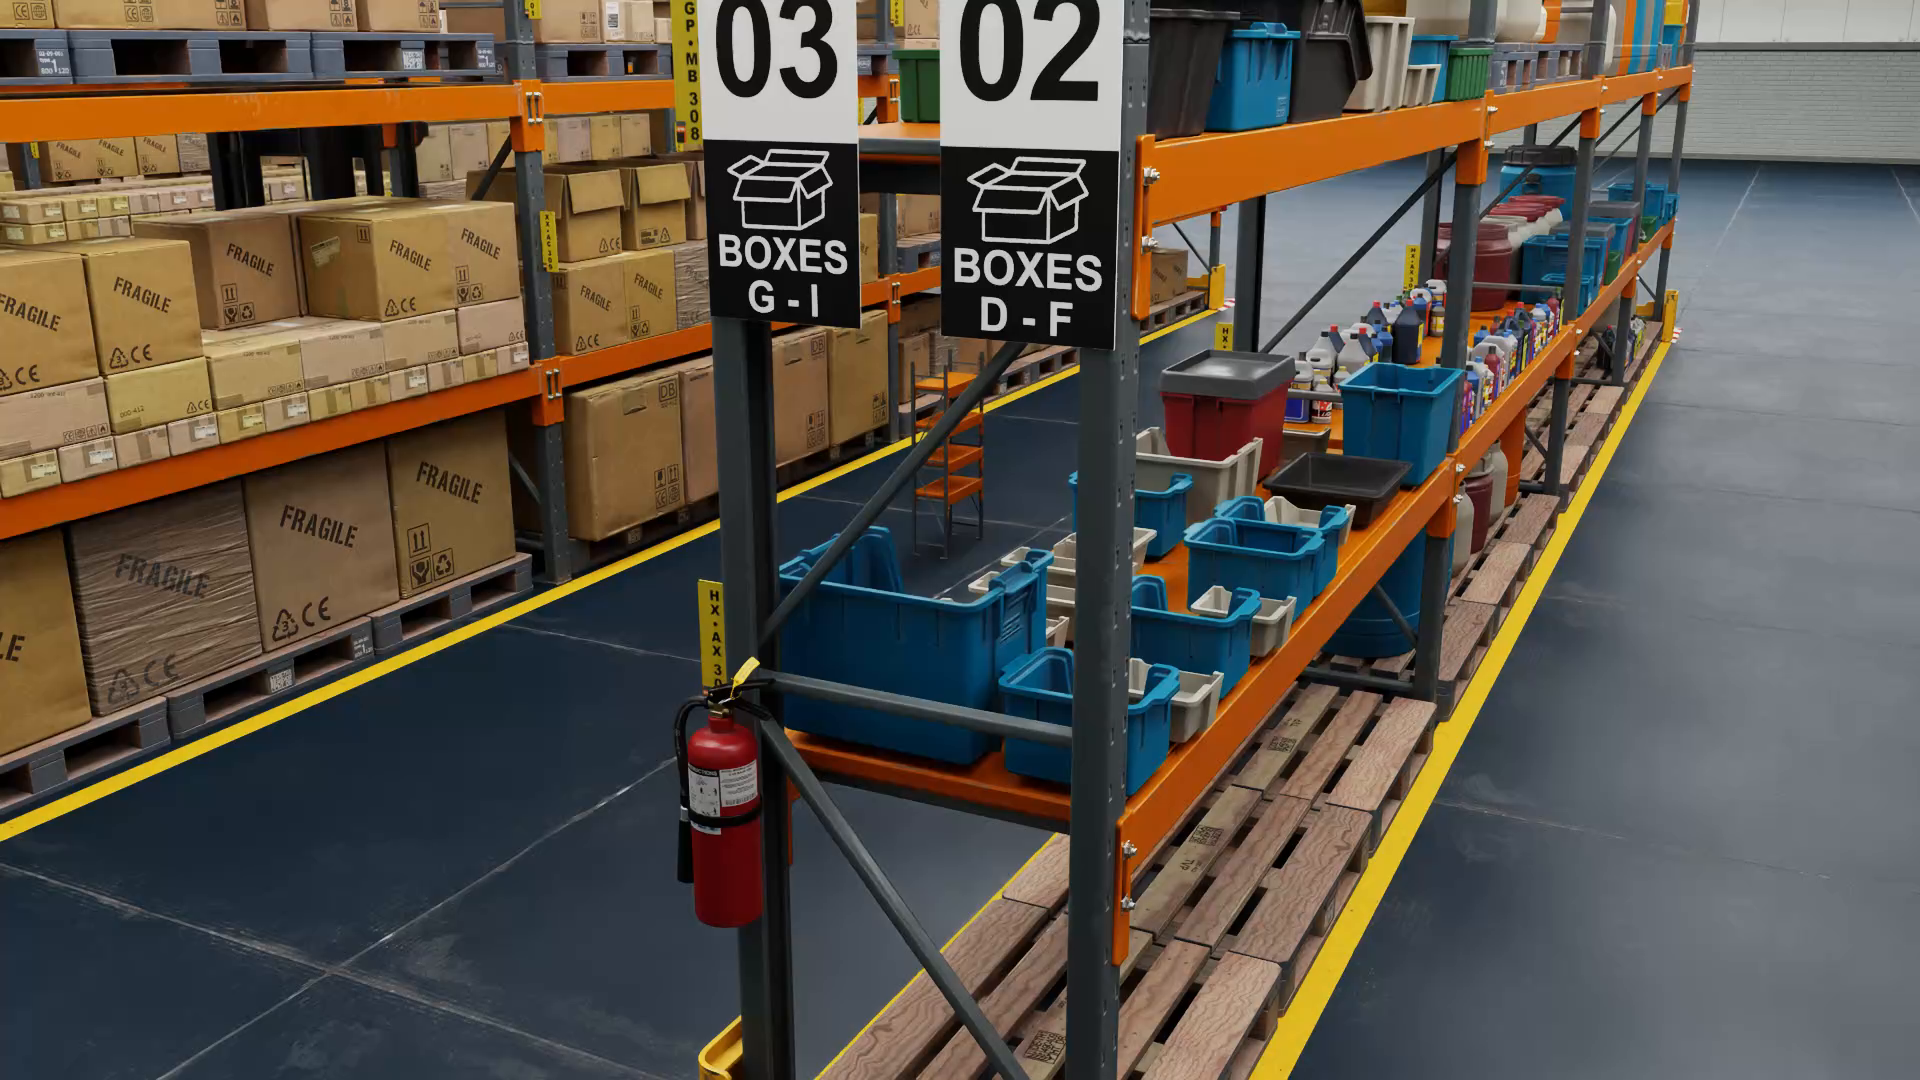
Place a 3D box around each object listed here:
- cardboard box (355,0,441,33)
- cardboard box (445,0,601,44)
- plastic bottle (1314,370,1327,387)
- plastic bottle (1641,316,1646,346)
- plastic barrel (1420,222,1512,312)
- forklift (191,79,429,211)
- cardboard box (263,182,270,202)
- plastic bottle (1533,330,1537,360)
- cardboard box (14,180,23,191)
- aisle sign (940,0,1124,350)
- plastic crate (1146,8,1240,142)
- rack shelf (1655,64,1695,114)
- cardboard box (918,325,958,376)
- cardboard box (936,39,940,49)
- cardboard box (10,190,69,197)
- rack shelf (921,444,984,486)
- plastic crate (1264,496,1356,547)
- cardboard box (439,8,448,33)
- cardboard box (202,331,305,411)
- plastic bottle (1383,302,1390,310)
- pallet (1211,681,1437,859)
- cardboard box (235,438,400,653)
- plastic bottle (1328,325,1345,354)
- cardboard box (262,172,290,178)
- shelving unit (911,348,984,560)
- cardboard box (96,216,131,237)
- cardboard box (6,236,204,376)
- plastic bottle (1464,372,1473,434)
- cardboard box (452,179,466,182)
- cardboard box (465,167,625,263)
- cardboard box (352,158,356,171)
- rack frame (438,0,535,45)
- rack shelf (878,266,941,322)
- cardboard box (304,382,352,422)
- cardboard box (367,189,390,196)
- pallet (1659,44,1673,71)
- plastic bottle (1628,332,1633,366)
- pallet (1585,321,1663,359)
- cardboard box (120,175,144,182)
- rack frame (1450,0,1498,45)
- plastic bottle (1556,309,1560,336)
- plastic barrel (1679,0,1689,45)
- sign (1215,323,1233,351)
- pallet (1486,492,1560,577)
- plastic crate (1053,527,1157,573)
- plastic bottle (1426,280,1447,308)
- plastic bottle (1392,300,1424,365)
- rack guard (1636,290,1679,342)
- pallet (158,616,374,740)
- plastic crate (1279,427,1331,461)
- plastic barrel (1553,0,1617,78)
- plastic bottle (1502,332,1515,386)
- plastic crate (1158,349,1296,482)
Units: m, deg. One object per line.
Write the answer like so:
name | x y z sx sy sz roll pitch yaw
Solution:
cardboard box | -3.037 -2.774 8.238 0.700 0.500 0.500 7 18 22
cardboard box | -2.491 -3.082 9.451 0.700 0.500 0.500 9 19 27
plastic bottle | 1.718 -0.721 8.033 0.097 0.201 0.097 0 17 0
plastic bottle | 6.588 -2.025 16.073 0.061 0.283 0.133 9 19 27
plastic barrel | 3.414 -1.856 11.267 0.600 0.536 0.708 8 18 25
forklift | -4.382 -1.893 11.749 1.130 2.935 3.031 4 17 13
cardboard box | -5.734 -2.775 13.258 0.380 0.149 0.250 9 19 28
plastic bottle | 3.203 -1.122 9.384 0.097 0.201 0.097 0 17 0
cardboard box | -9.883 -3.720 17.483 0.380 0.149 0.250 9 19 27
aisle sign | 0.136 -0.787 3.339 0.394 0.787 0.004 8 18 25
plastic crate | 0.324 -1.035 3.700 0.497 0.269 0.590 8 18 25
rack shelf | 6.159 -4.256 15.580 1.077 0.370 4.000 8 18 25
cardboard box | -0.436 -1.593 14.238 0.700 0.500 0.500 6 18 21
cardboard box | -0.286 -3.849 13.209 0.500 0.250 0.500 9 19 27
cardboard box | -6.892 -2.530 12.432 0.380 0.149 0.250 7 18 24
rack shelf | -0.074 -0.469 10.231 0.258 0.148 0.480 8 18 25
plastic crate | 1.181 -0.036 5.735 0.293 0.136 0.466 8 18 25
cardboard box | -4.825 -4.722 15.130 0.500 0.311 0.500 8 18 25
cardboard box | -3.390 -0.780 7.622 0.500 0.250 0.500 8 18 24
plastic bottle | 2.438 -1.221 9.571 0.061 0.283 0.133 8 18 25
pallet | 1.396 0.913 7.078 1.003 0.211 1.213 8 18 25
cardboard box | -3.509 -0.041 8.389 0.875 0.875 0.875 8 18 25
plastic bottle | 1.891 -0.915 8.422 0.144 0.351 0.185 8 18 25
cardboard box | -5.957 -3.064 14.230 0.380 0.149 0.250 8 18 25
shelving unit | -0.074 -0.533 10.212 0.258 1.200 0.503 8 18 25
cardboard box | -6.316 -2.300 12.180 0.380 0.149 0.250 9 19 27
cardboard box | -3.623 -1.005 7.064 0.500 0.500 0.500 8 18 24
plastic bottle | 2.295 -0.633 7.591 0.061 0.283 0.133 8 18 25
cardboard box | -4.679 -3.179 15.784 0.500 0.500 0.500 8 18 25
cardboard box | -2.463 -1.938 9.844 0.797 0.503 0.637 8 18 24
cardboard box | -7.586 -4.811 20.757 0.500 0.500 0.500 8 18 25
rack frame | -2.741 -4.122 8.596 1.000 3.000 0.127 8 18 25
rack shelf | -0.060 -2.429 14.698 1.077 0.370 4.000 8 18 25
cardboard box | -3.158 -0.679 7.982 0.380 0.149 0.250 8 18 24
cardboard box | -5.159 -2.961 14.407 0.380 0.149 0.250 9 19 27
pallet | 5.500 -4.197 14.450 1.213 0.211 1.003 8 18 25
plastic bottle | 5.997 -1.747 15.018 0.144 0.351 0.185 9 19 27
pallet | 6.693 -2.104 17.237 1.003 0.211 1.213 8 18 25
cardboard box | -9.046 -3.864 17.970 0.380 0.149 0.250 8 18 26
rack frame | 1.690 -3.491 6.474 1.000 3.000 0.127 8 18 25
plastic bottle | 3.611 -1.355 10.166 0.097 0.201 0.097 0 17 0
plastic barrel | 6.949 -5.377 16.600 0.600 0.830 0.708 8 18 25
sign | 1.199 -0.819 7.526 0.100 0.325 0.005 8 18 25
pallet | 3.163 -0.092 10.462 1.003 0.211 1.213 8 18 25
plastic crate | 0.466 0.046 5.458 0.298 0.136 0.250 8 18 25
plastic bottle | 2.995 -1.506 10.544 0.152 0.276 0.135 8 18 25
plastic bottle | 2.497 -1.163 9.259 0.144 0.351 0.185 8 18 25
rack guard | 7.060 -2.449 17.890 1.175 0.500 0.348 8 18 25
pallet | -3.695 0.587 8.178 1.003 0.211 1.213 8 18 25
plastic crate | 1.354 -0.418 7.020 0.396 0.136 0.243 8 18 25
plastic barrel | 3.890 -3.166 10.451 0.421 0.512 0.421 0 17 0
plastic bottle | 2.832 -0.944 8.661 0.097 0.271 0.097 0 17 0
plastic crate | 1.067 -0.479 6.653 0.402 0.464 0.583 8 18 25
